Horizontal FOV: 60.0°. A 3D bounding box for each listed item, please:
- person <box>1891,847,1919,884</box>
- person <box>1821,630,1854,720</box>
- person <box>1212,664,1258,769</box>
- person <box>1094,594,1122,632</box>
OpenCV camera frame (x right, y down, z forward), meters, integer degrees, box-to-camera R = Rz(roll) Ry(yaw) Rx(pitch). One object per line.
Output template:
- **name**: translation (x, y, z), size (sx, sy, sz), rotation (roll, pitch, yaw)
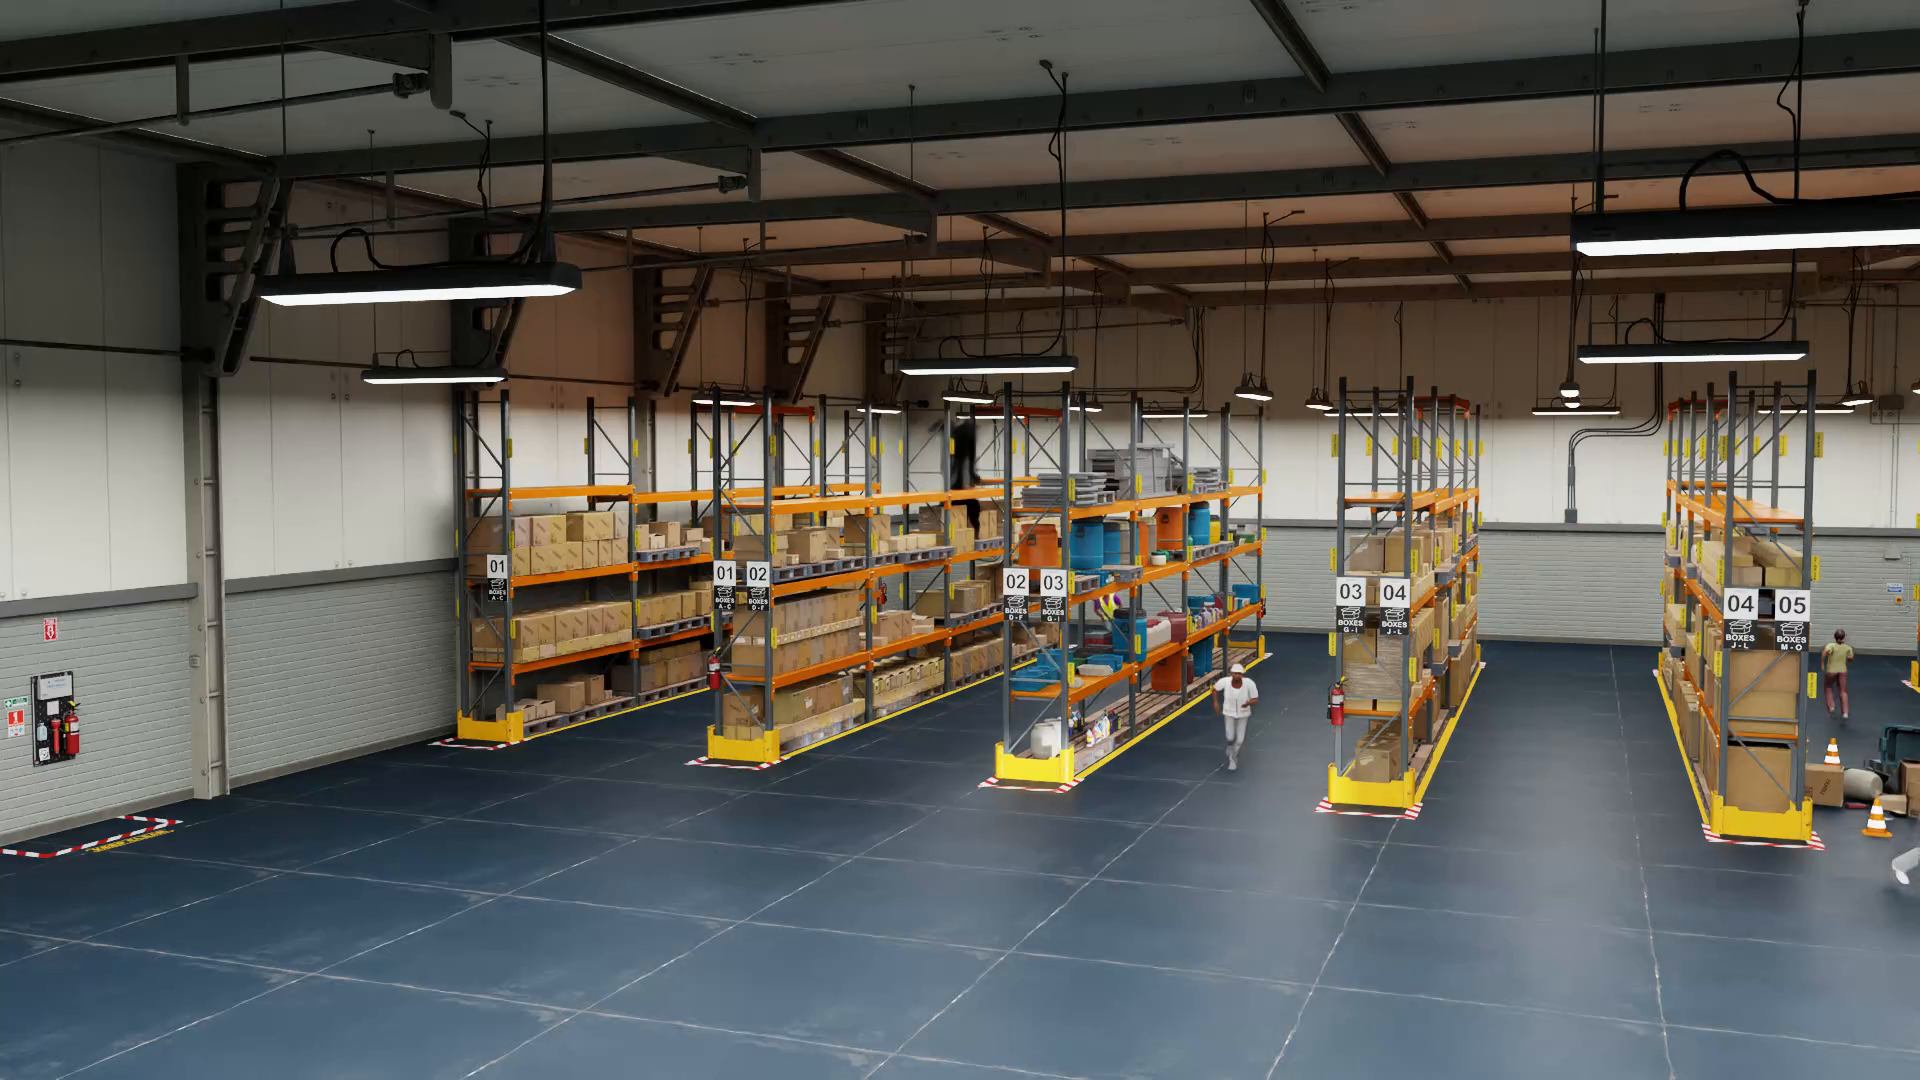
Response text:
- **person**: translation (10.870, 3.202, 18.518), size (0.601, 1.625, 1.003), rotation (-2, 4, -28)
- **person**: translation (16.071, 2.492, 30.478), size (0.579, 1.693, 0.846), rotation (1, 3, 19)
- **person**: translation (4.276, 2.744, 25.818), size (0.685, 1.682, 0.715), rotation (0, 3, 4)
- **person**: translation (3.649, 1.920, 40.793), size (0.738, 1.673, 0.595), rotation (0, 3, 4)
